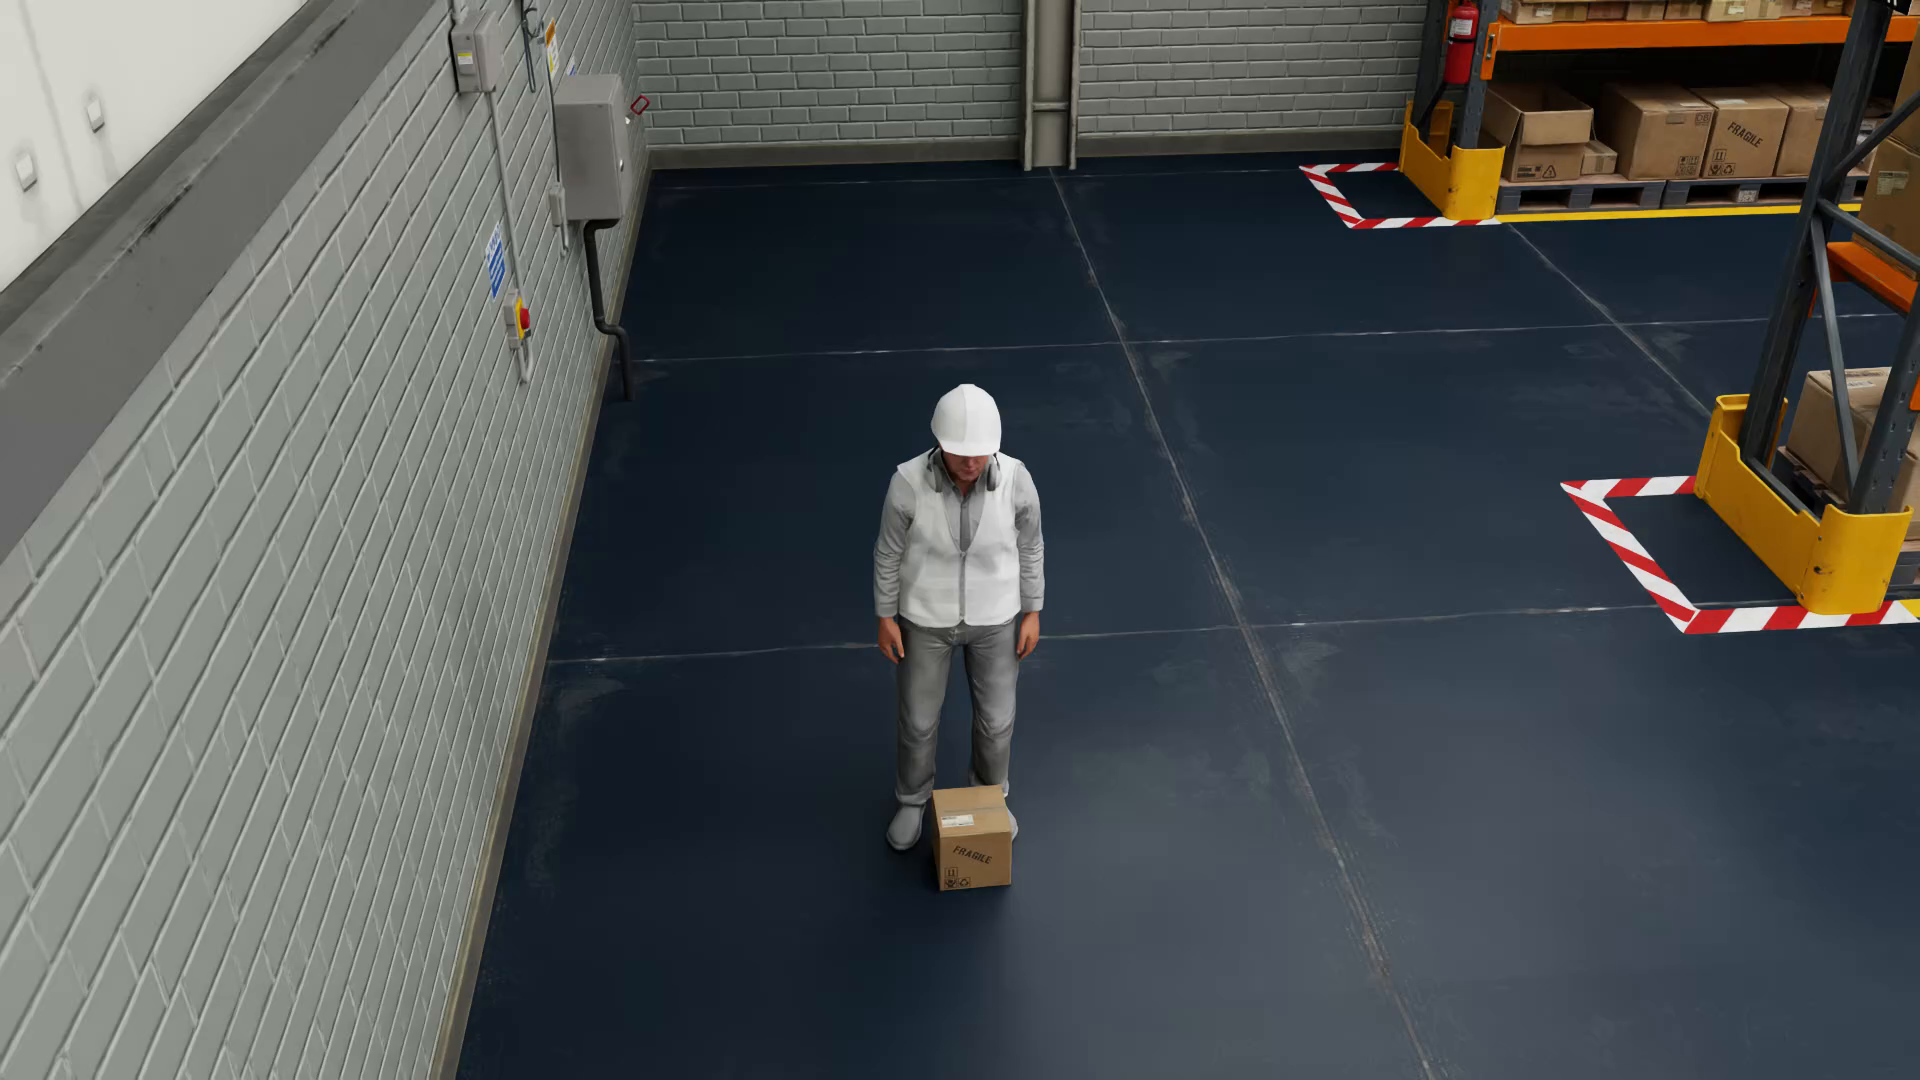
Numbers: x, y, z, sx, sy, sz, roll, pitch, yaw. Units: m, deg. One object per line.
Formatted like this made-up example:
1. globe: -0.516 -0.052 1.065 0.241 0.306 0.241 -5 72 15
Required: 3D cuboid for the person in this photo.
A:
1. person: -0.002 0.260 5.673 0.580 1.771 0.463 -3 31 -4
